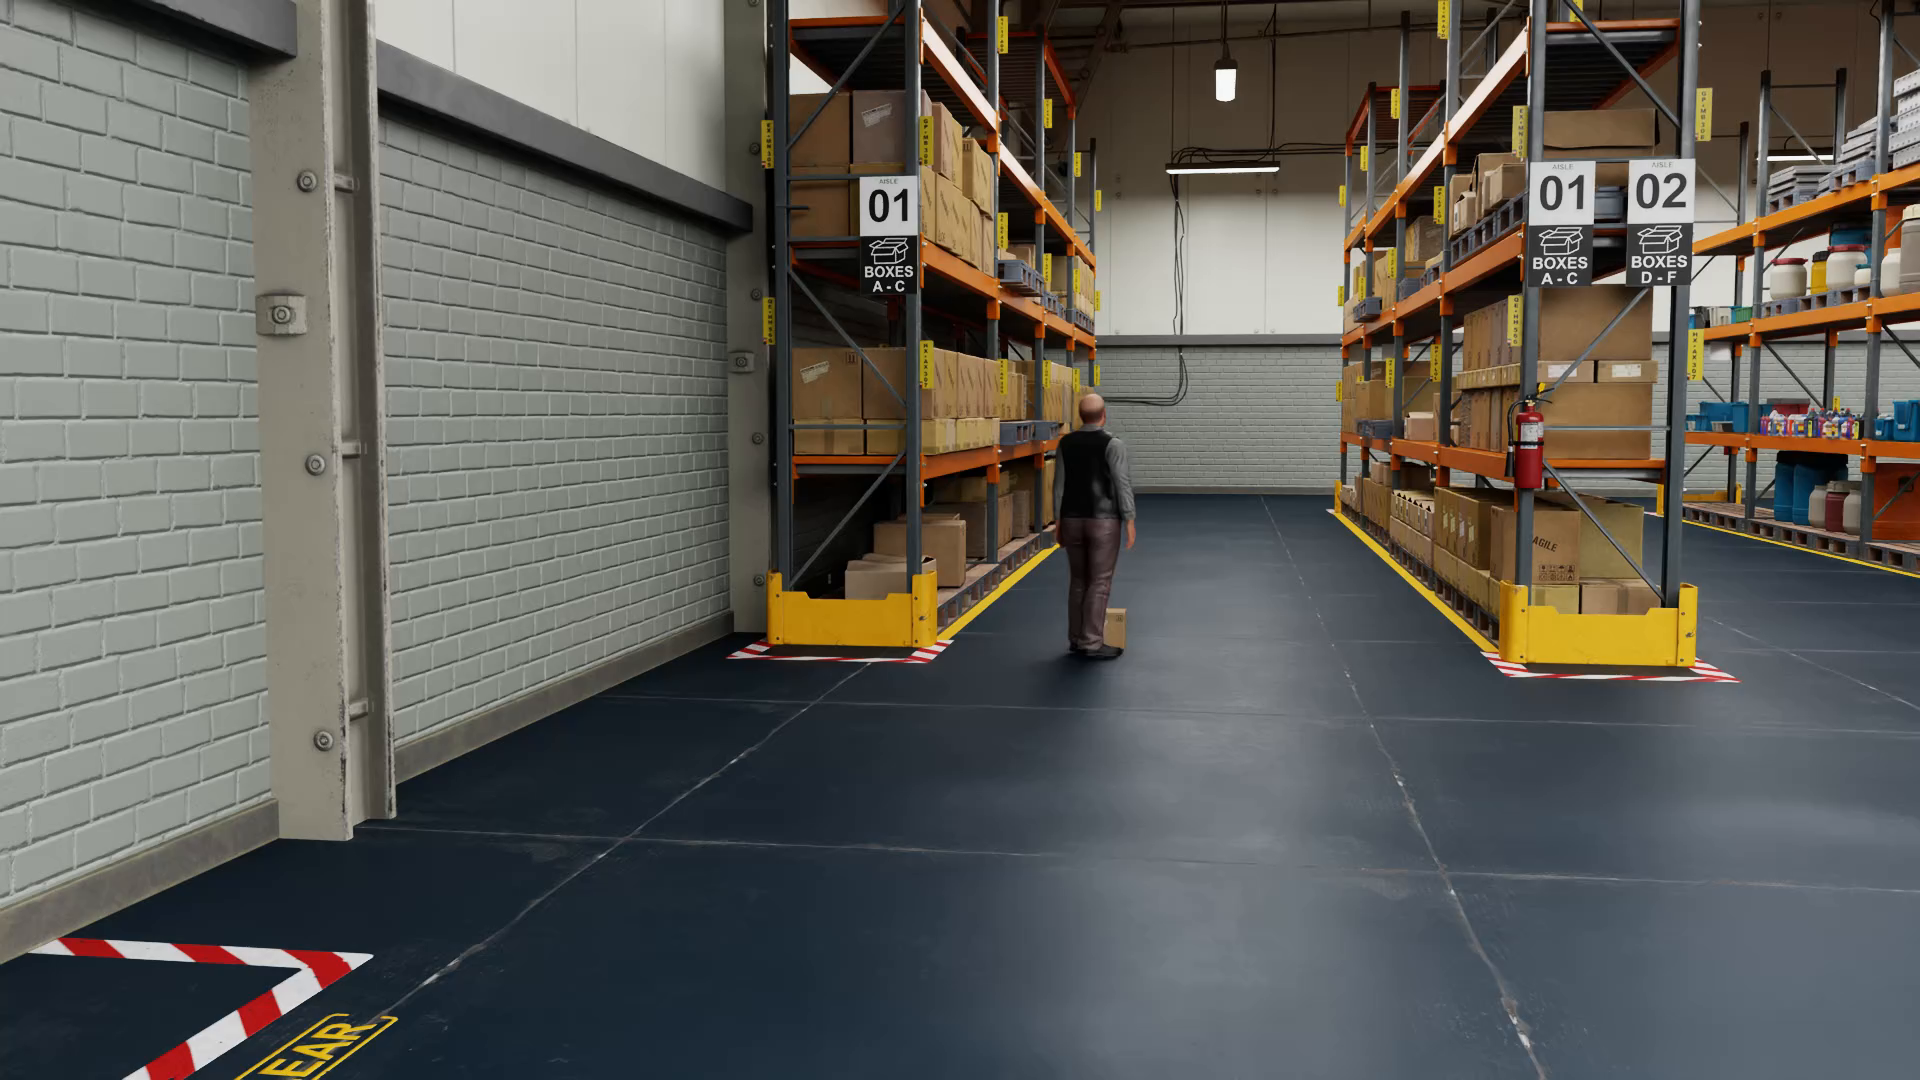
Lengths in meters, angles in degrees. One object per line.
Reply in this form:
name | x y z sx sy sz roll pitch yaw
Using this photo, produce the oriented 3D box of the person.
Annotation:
person | 0.922 -0.078 10.928 0.583 1.758 0.496 4 6 38
